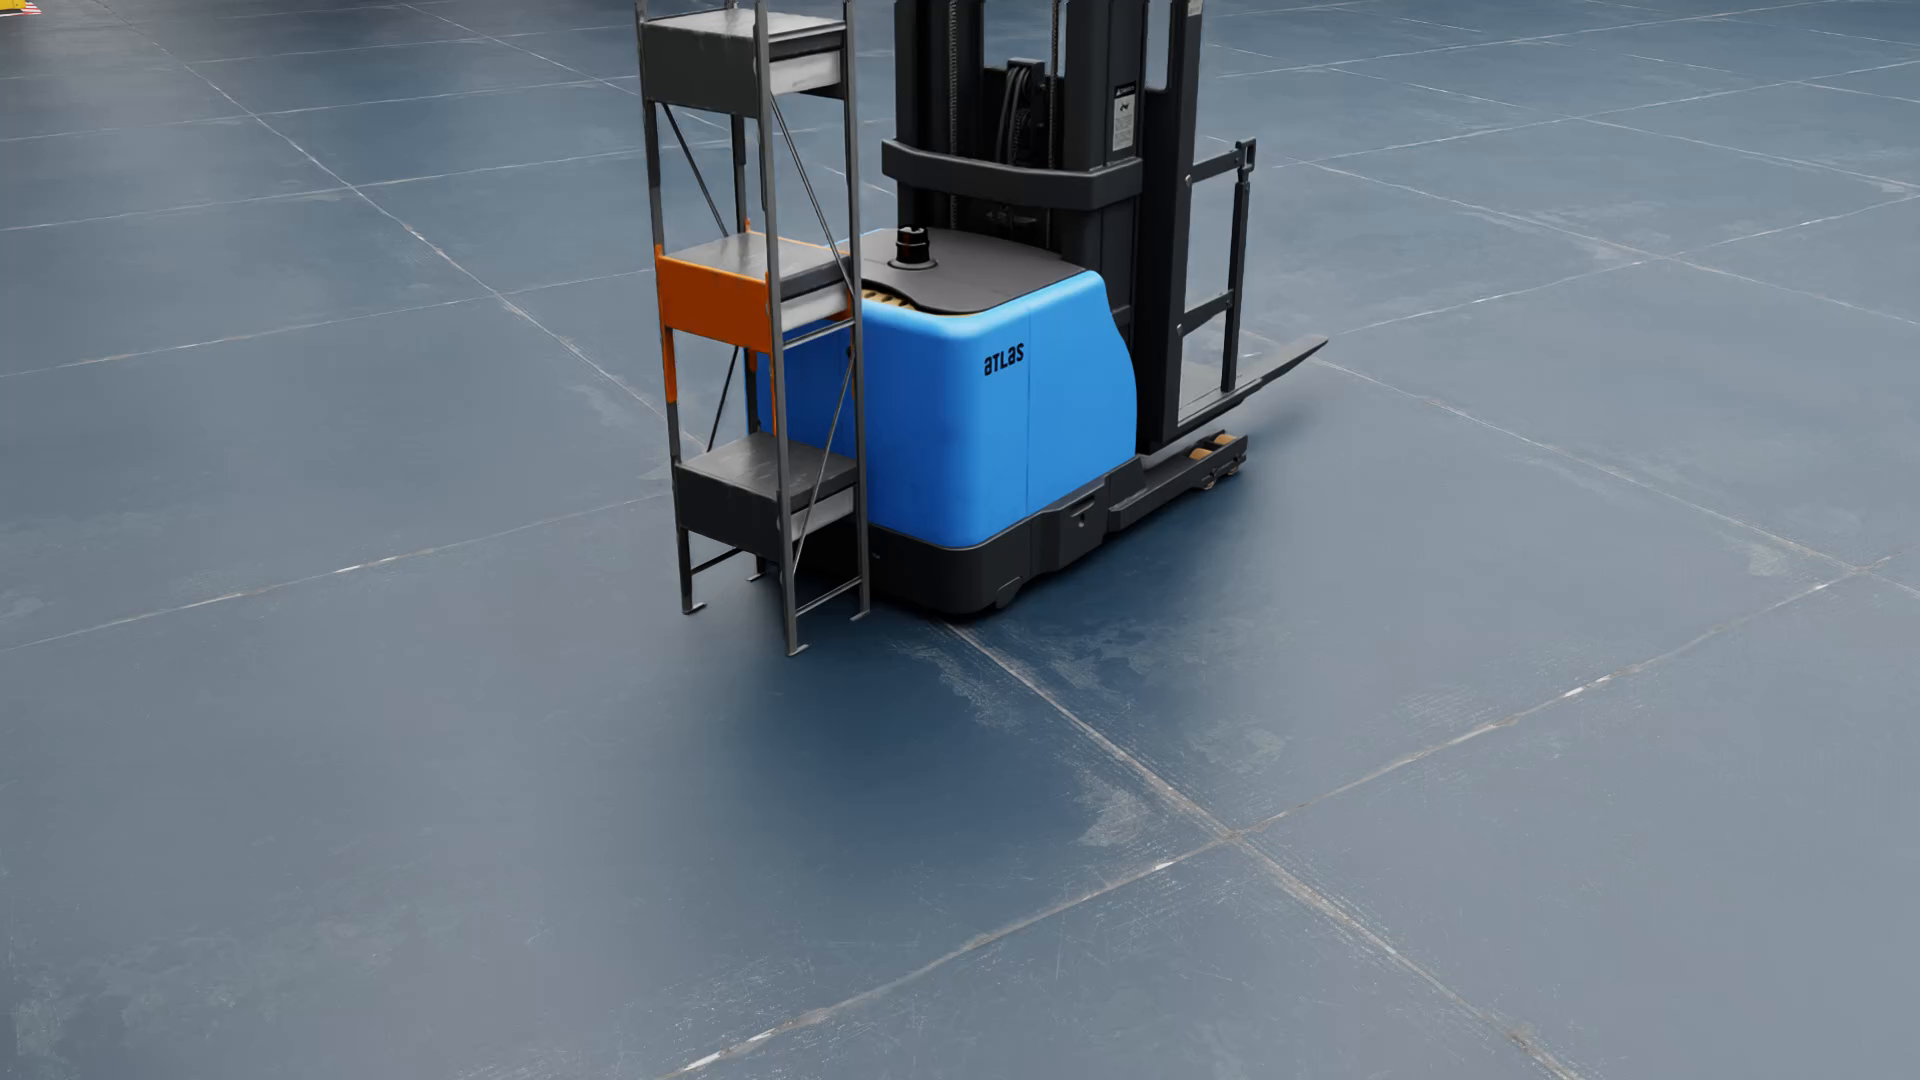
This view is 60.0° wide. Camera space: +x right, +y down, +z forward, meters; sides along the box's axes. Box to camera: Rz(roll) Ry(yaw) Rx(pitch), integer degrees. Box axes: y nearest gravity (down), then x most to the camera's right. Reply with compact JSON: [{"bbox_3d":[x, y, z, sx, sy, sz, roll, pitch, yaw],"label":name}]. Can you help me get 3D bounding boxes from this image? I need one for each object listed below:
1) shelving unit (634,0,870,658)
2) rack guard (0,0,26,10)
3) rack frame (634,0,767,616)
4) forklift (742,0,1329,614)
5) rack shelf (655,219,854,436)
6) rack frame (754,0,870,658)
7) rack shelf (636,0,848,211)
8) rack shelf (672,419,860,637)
[{"bbox_3d":[-0.630,-0.696,5.264,0.503,2.100,0.431,18,31,34],"label":"shelving unit"},{"bbox_3d":[-11.465,-6.355,19.126,1.175,0.500,0.348,-16,29,-30],"label":"rack guard"},{"bbox_3d":[-0.823,-0.760,5.399,0.015,2.100,0.400,18,31,34],"label":"rack frame"},{"bbox_3d":[0.523,-1.641,6.293,1.130,2.935,3.031,18,31,34],"label":"forklift"},{"bbox_3d":[-0.630,-0.683,5.270,0.480,0.518,0.431,18,31,34],"label":"rack shelf"},{"bbox_3d":[-0.437,-0.632,5.129,0.015,2.100,0.400,18,31,34],"label":"rack frame"},{"bbox_3d":[-0.630,-1.317,4.971,0.480,0.518,0.431,18,31,34],"label":"rack shelf"},{"bbox_3d":[-0.630,-0.050,5.569,0.480,0.518,0.431,18,31,34],"label":"rack shelf"}]
